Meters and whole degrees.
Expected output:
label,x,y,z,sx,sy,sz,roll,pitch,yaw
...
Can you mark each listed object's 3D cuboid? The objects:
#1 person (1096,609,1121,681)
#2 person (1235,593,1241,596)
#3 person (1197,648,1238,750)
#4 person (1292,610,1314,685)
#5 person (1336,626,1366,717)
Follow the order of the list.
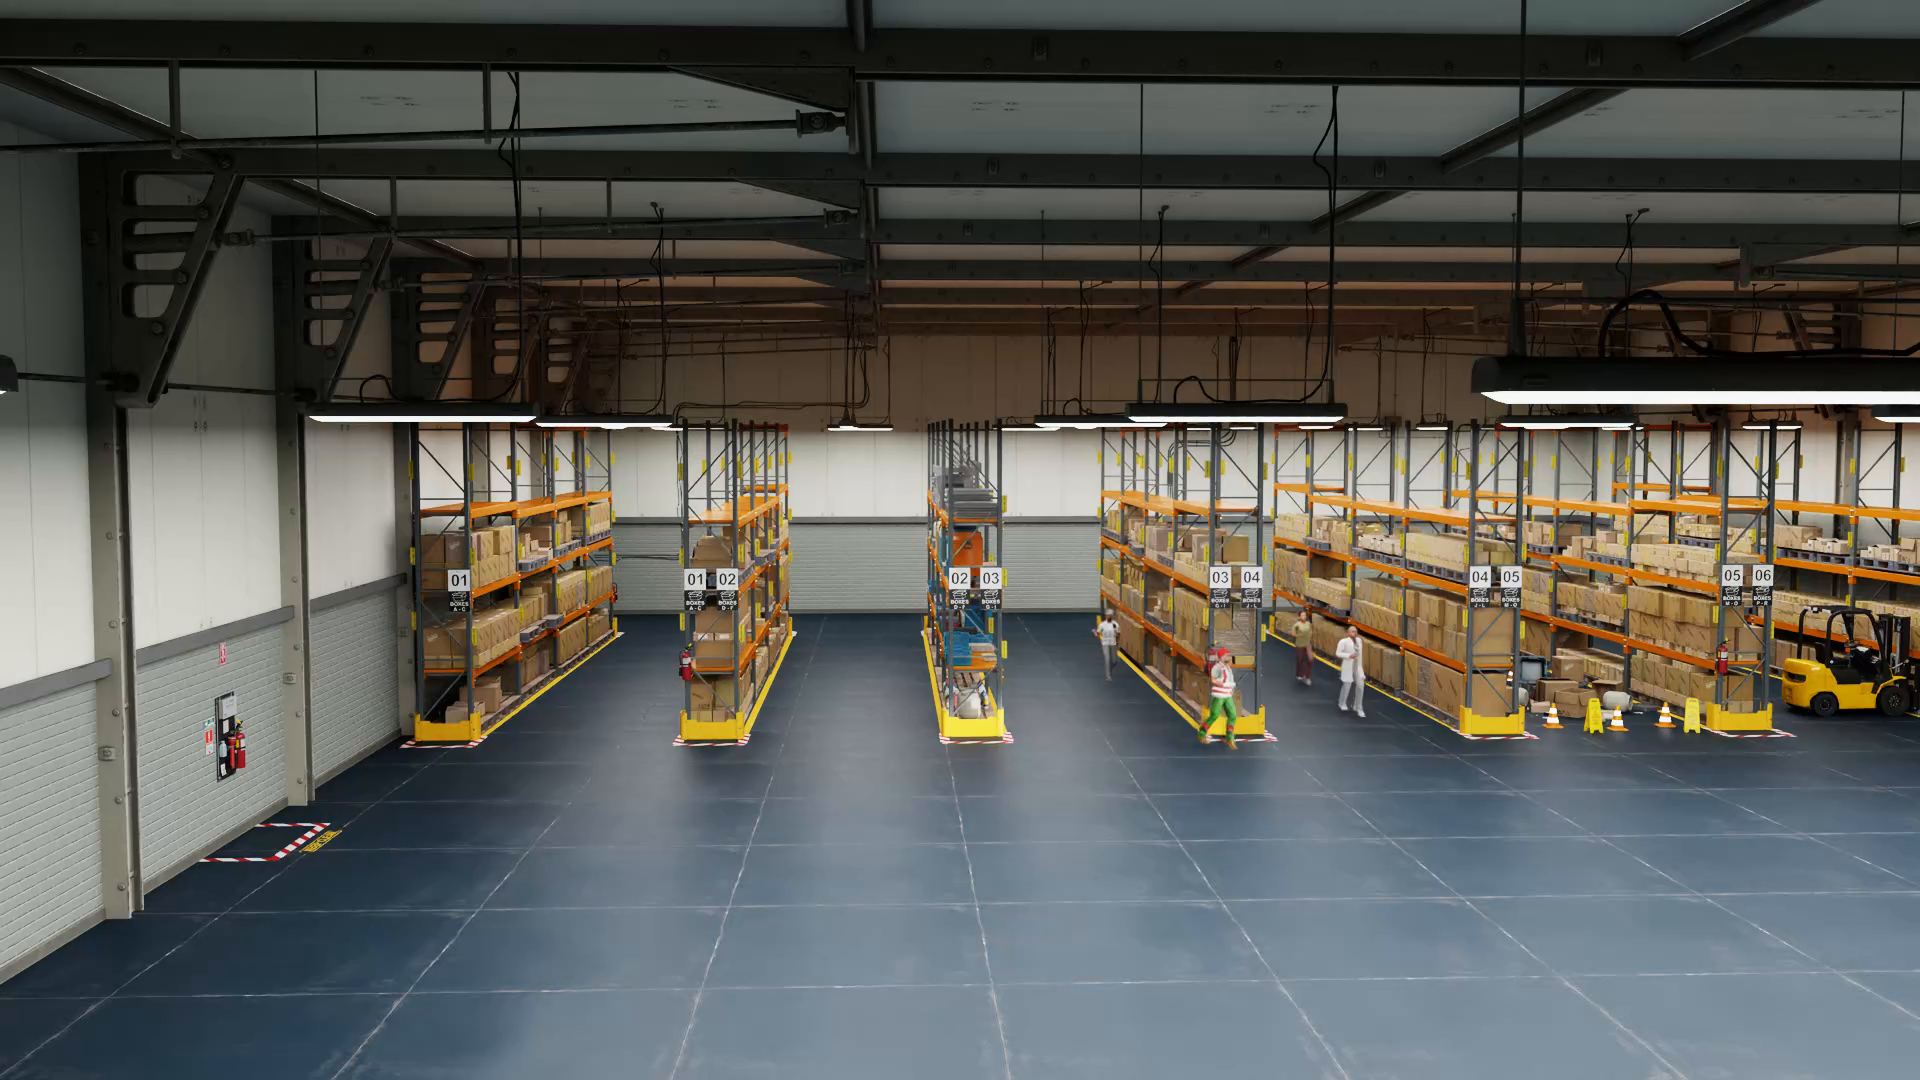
label,x,y,z,sx,sy,sz,roll,pitch,yaw
person,3.445,2.422,38.571,0.581,1.655,0.701,0,4,-5
person,7.770,1.891,47.174,0.624,1.668,0.872,1,4,12
person,4.769,2.873,30.308,0.852,1.803,0.676,3,5,43
person,7.852,2.459,38.092,0.556,1.709,0.711,0,4,-7
person,7.965,2.699,33.917,0.684,1.726,0.829,-1,4,-12
